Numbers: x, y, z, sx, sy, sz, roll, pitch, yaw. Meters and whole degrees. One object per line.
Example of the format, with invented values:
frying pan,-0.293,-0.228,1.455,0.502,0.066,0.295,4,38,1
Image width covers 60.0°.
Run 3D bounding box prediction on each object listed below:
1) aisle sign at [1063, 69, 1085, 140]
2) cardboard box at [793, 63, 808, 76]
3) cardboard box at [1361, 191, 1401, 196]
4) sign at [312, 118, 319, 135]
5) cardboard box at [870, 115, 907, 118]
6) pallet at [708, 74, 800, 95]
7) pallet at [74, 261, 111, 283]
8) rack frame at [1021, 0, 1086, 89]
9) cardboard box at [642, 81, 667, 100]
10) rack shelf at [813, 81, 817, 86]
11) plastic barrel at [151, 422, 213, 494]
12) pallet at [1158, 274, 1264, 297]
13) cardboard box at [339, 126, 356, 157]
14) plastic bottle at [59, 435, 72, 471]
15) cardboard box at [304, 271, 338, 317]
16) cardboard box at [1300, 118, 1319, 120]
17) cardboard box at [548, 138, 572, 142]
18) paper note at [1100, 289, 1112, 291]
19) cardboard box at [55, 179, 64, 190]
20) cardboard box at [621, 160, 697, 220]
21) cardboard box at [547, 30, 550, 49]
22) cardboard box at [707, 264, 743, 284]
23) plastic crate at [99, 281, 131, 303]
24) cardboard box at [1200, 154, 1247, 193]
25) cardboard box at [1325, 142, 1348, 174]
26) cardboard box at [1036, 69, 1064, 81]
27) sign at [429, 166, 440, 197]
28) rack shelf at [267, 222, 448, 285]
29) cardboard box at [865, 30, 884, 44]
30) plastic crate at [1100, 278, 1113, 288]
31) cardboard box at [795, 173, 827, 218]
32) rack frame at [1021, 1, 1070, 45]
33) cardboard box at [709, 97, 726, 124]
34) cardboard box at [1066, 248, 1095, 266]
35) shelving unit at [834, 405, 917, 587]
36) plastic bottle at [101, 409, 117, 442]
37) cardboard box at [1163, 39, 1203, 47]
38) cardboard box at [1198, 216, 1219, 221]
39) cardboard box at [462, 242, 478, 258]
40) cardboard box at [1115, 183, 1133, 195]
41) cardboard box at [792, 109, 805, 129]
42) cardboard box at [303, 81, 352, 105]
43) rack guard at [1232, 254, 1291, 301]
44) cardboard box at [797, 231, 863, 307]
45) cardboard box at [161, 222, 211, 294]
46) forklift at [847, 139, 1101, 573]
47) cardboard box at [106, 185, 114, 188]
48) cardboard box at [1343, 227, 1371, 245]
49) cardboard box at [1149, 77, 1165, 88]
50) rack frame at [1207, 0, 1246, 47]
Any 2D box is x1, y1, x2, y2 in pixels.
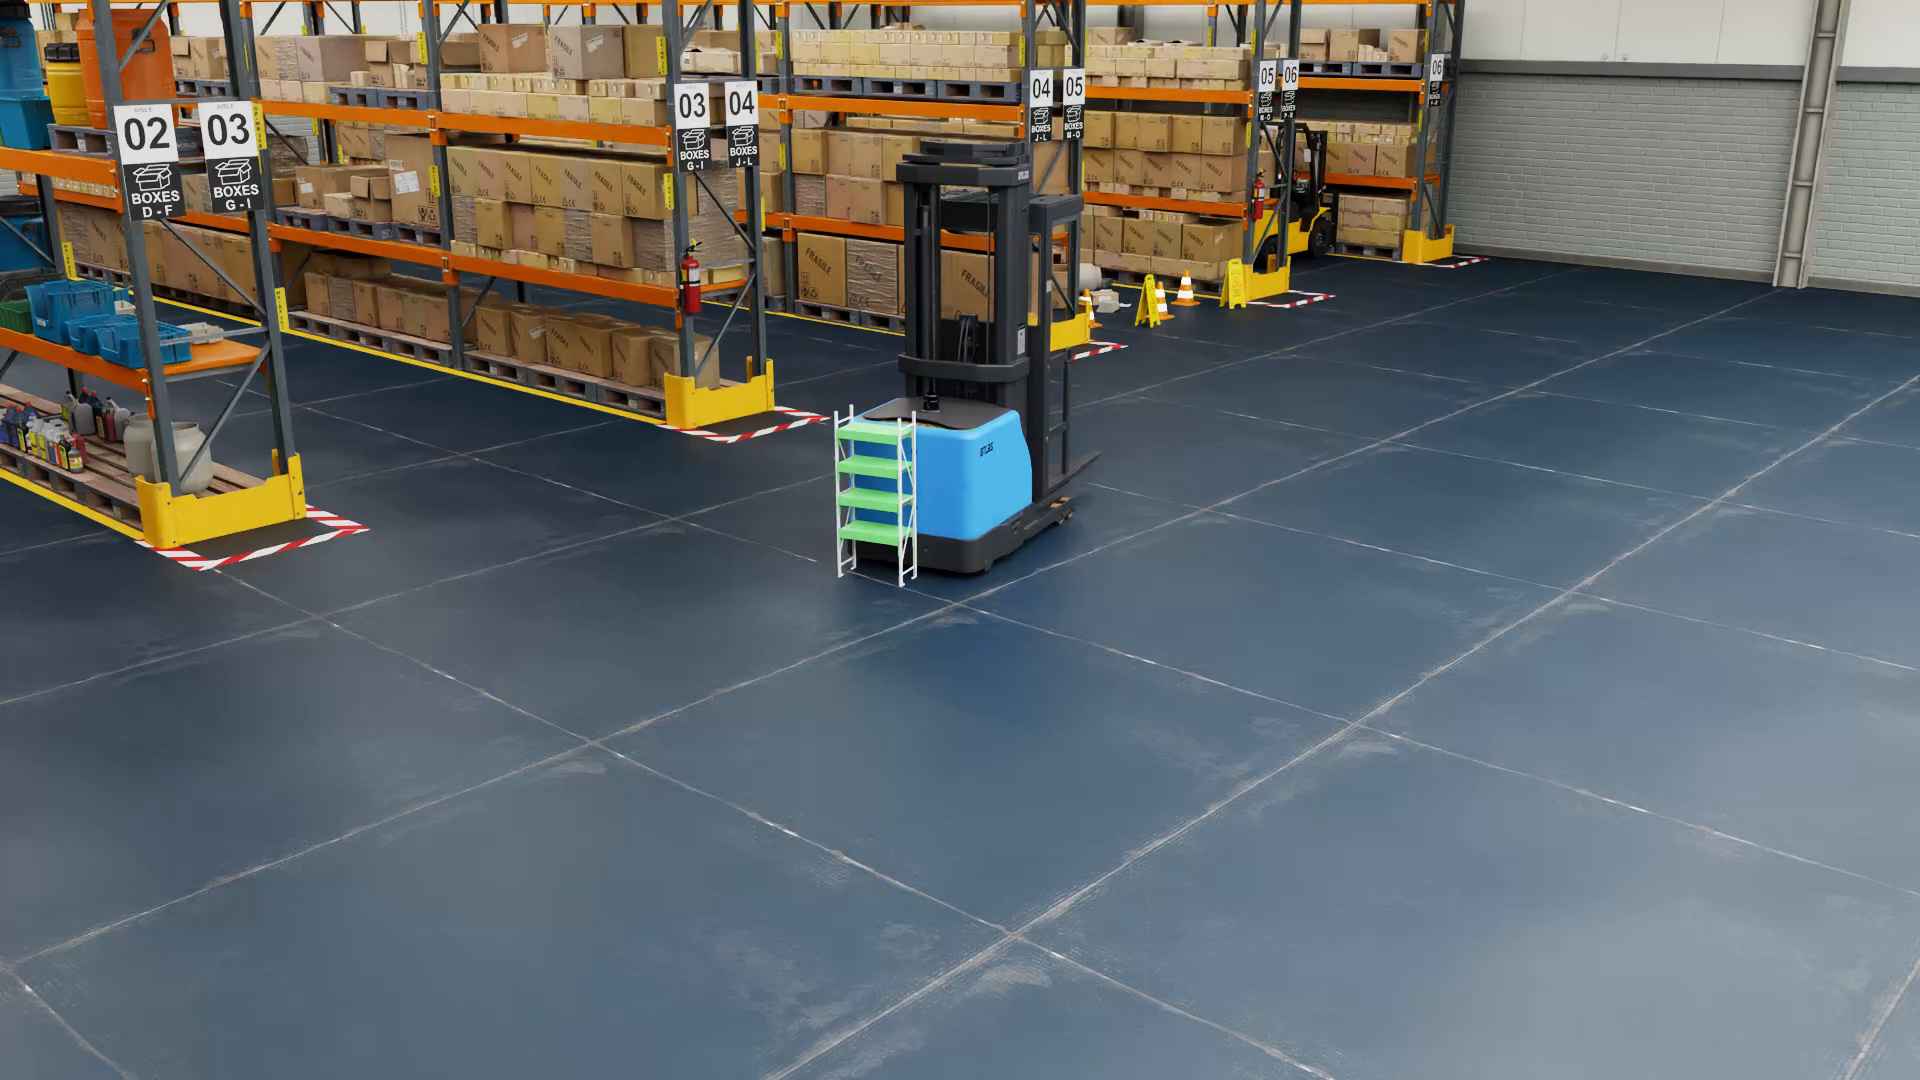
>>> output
aisle sign,1.316,-5.032,19.211,0.004,0.787,0.394,15,23,39
cardboard box,-1.881,-5.950,20.999,0.250,0.149,0.380,15,23,38
cardboard box,6.956,-5.608,27.523,0.500,0.250,0.500,15,23,39
sign,-11.263,-7.242,29.040,0.005,0.325,0.100,15,23,39
cardboard box,-1.185,-6.847,27.877,0.500,0.500,0.500,14,22,38
pallet,-2.646,-6.054,22.086,1.217,0.209,0.805,14,22,37
pallet,-12.713,-4.133,25.286,1.213,0.211,1.003,15,23,39
rack frame,1.064,-6.599,18.528,0.127,3.000,1.000,15,23,39
cardboard box,-2.719,-4.171,15.425,0.250,0.149,0.380,15,23,39
rack shelf,-3.205,-7.974,29.010,4.000,0.370,1.077,15,23,39
plastic barrel,-6.134,-0.646,13.107,0.421,0.512,0.421,0,18,0
pallet,3.633,-3.737,24.037,1.213,0.211,1.003,15,23,39
cardboard box,-10.333,-6.887,28.697,0.500,0.500,0.500,15,23,39
plastic bottle,-7.355,-0.721,13.687,0.133,0.283,0.061,16,23,41
cardboard box,-7.773,-3.132,20.927,0.500,0.500,0.700,14,22,36
cardboard box,5.950,-7.045,28.122,0.250,0.149,0.380,15,23,39
cardboard box,-6.121,-6.110,25.642,0.250,0.149,0.380,16,24,41
paper note,2.092,-3.591,23.877,0.148,0.019,0.142,7,19,21
cardboard box,-13.261,-5.327,24.853,0.250,0.149,0.380,15,23,39
cardboard box,-2.879,-3.358,15.924,0.500,0.500,0.500,15,23,39
cardboard box,-5.788,-7.310,24.297,0.258,0.266,0.396,15,23,39
cardboard box,-2.359,-2.629,16.352,0.250,0.149,0.380,15,23,39
plastic crate,-7.575,-2.088,14.479,0.616,0.251,0.499,15,23,39
cardboard box,3.685,-5.116,23.115,0.500,0.500,0.500,15,23,38
cardboard box,6.258,-6.300,27.337,0.500,0.500,0.500,14,23,38
cardboard box,1.021,-5.439,19.387,0.250,0.149,0.380,15,23,40
sign,-5.661,-3.866,17.921,0.005,0.325,0.100,15,23,39
rack shelf,-6.791,-3.499,19.868,4.000,0.370,1.077,15,23,39
cardboard box,-0.928,-6.075,20.074,0.250,0.149,0.380,15,23,39
plastic crate,1.912,-3.790,24.423,0.583,0.080,0.402,7,19,21
cardboard box,-1.644,-4.543,21.719,0.550,0.550,0.875,15,23,39
rack frame,1.282,-8.542,24.652,0.127,3.000,1.000,15,23,39
cardboard box,-2.492,-4.151,16.022,0.500,0.250,0.500,16,24,41
cardboard box,1.951,-4.288,25.016,0.500,0.250,0.500,17,24,42
shelving unit,-0.585,-0.310,11.605,0.503,1.200,0.258,8,19,24
plastic bottle,-7.476,-1.010,14.598,0.133,0.283,0.061,15,23,39
cardboard box,3.871,-8.532,28.865,0.500,0.311,0.500,14,22,38
cardboard box,3.442,-4.460,24.317,0.500,0.500,0.500,14,22,37
cardboard box,-5.156,-3.157,18.014,0.250,0.149,0.380,15,23,39
cardboard box,2.463,-5.124,24.214,0.250,0.149,0.380,15,23,39
cardboard box,-2.659,-7.156,28.383,0.500,0.500,0.500,16,23,40
cardboard box,-7.330,-5.246,19.472,0.500,0.250,0.500,16,23,40
rack guard,4.217,-3.703,23.455,0.348,0.500,1.175,15,23,39
cardboard box,-1.504,-3.588,21.776,0.875,0.875,0.875,15,23,40
cardboard box,-10.118,-3.931,22.858,0.875,0.875,1.225,14,22,37
forklift,0.268,-1.570,12.712,1.130,2.935,3.031,8,19,24
cardboard box,-11.783,-5.146,23.626,0.500,0.250,0.500,14,23,38
cardboard box,6.639,-5.018,27.315,0.500,0.250,0.500,15,23,39
cardboard box,2.882,-6.461,23.469,0.250,0.149,0.380,14,22,38
rack frame,4.574,-9.666,28.193,0.127,3.000,1.000,15,23,39
